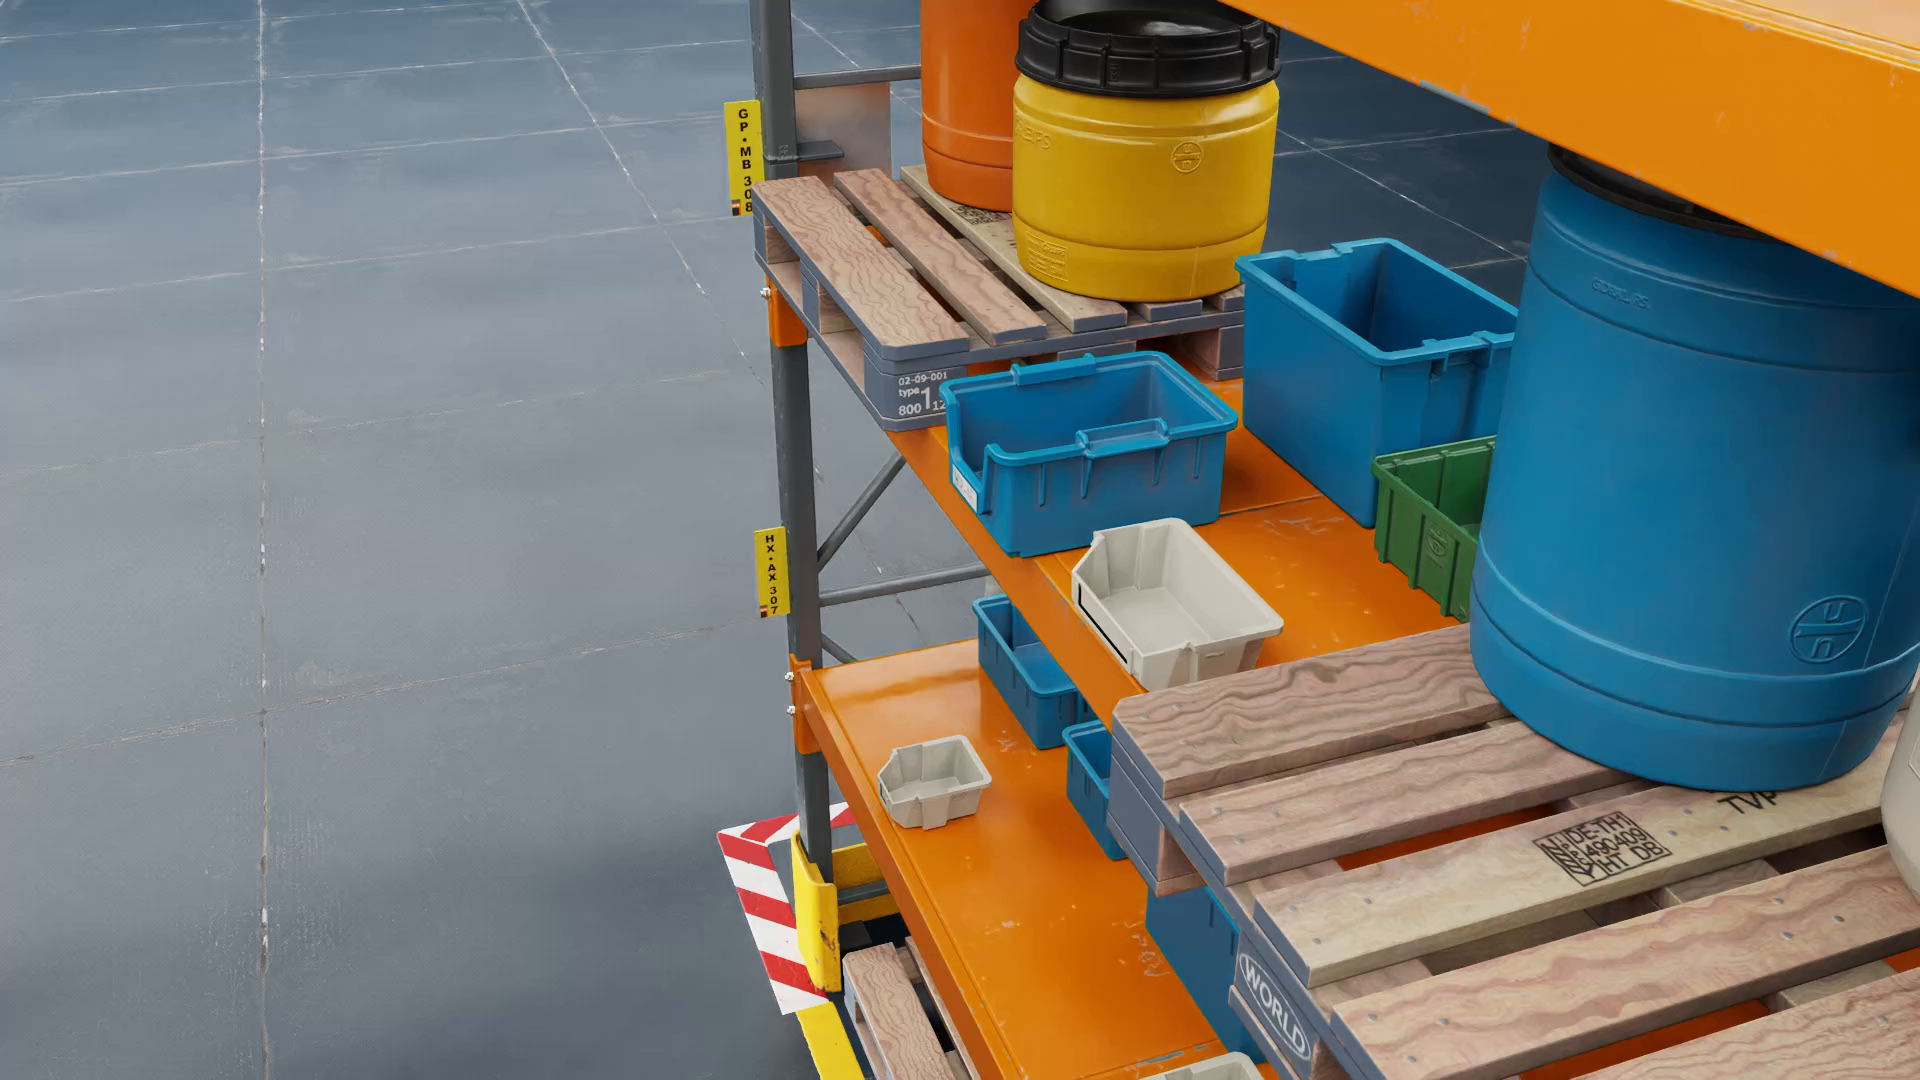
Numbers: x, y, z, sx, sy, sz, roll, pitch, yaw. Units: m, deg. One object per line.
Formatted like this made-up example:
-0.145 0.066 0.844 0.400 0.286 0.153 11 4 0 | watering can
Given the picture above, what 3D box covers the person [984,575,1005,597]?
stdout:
0.261 -0.279 7.611 0.437 1.747 0.604 -12 32 -21 | person
